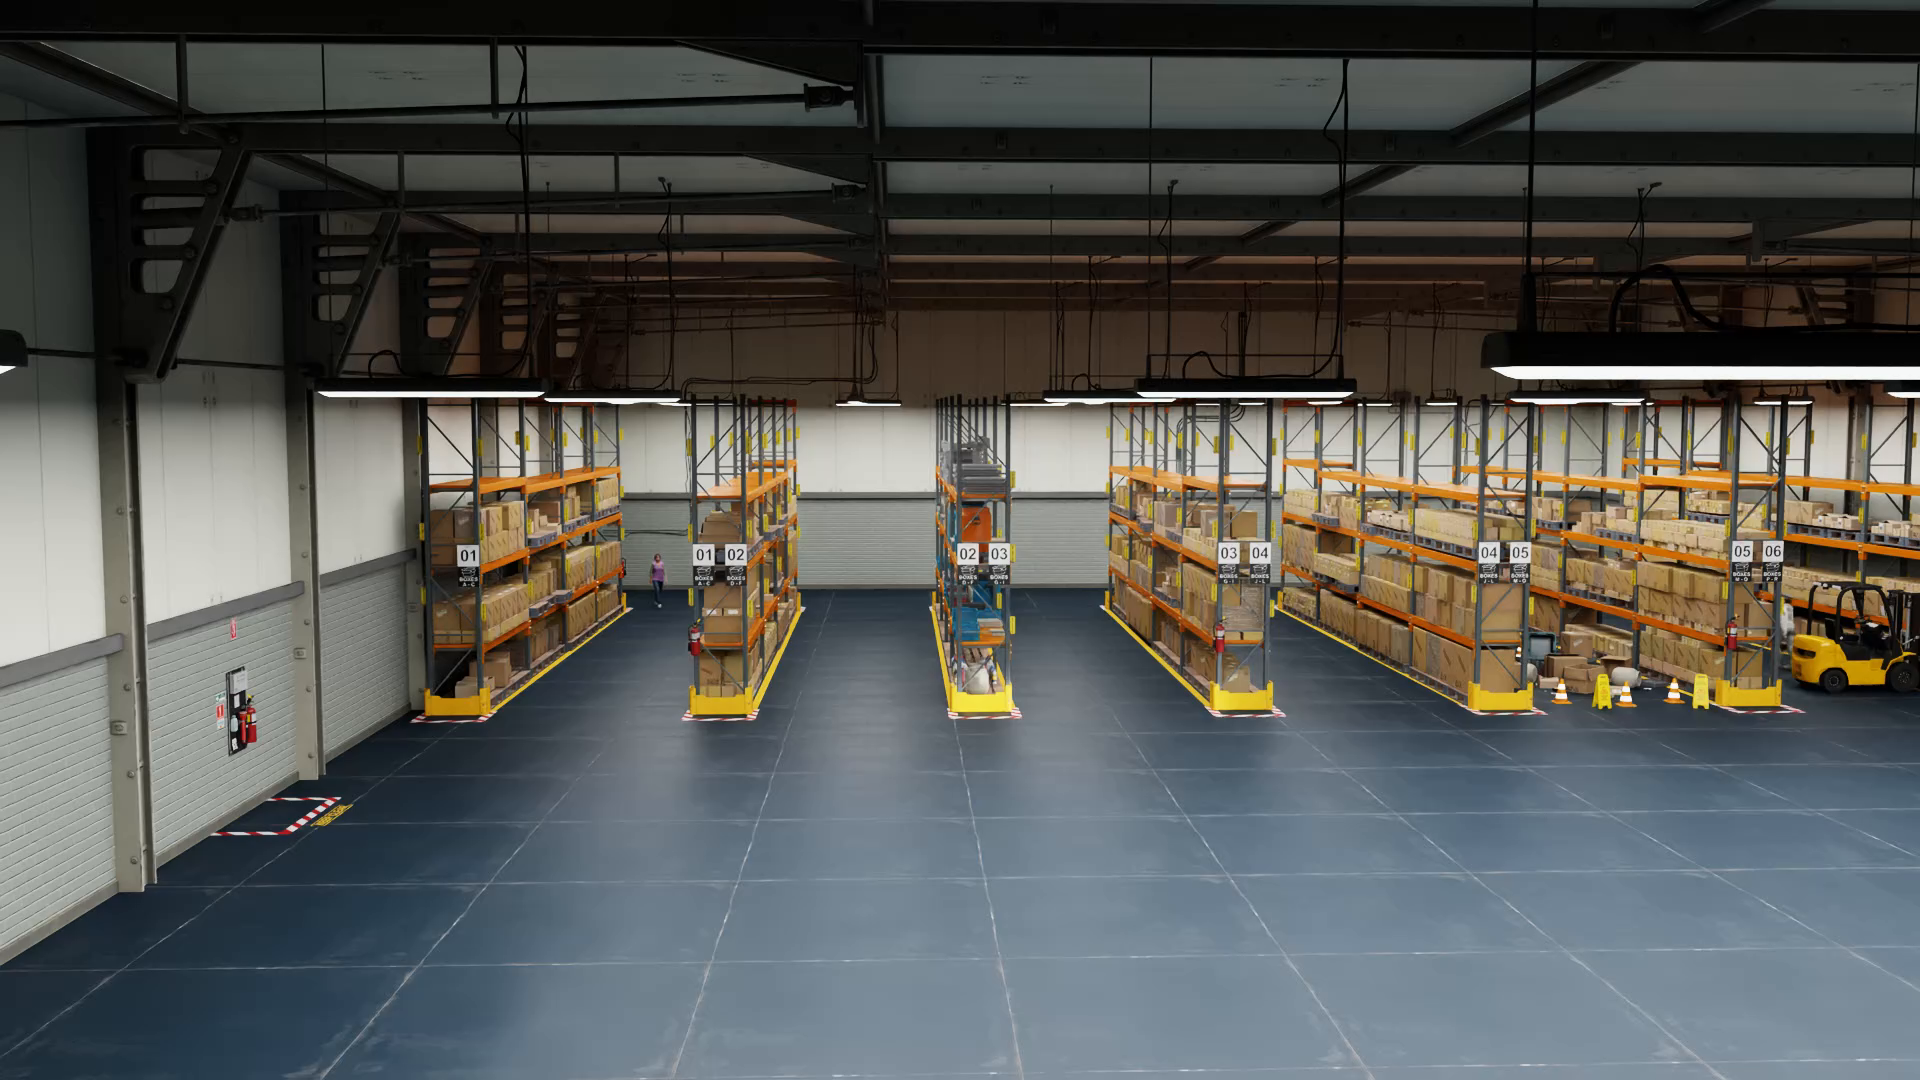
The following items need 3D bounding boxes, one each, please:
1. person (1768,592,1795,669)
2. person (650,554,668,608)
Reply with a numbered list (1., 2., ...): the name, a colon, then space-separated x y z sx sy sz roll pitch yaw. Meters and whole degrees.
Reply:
1. person: 18.221 2.030 36.641 0.468 1.720 0.582 -1 5 -13
2. person: -8.712 1.156 47.991 0.458 1.538 0.978 -2 5 -26
